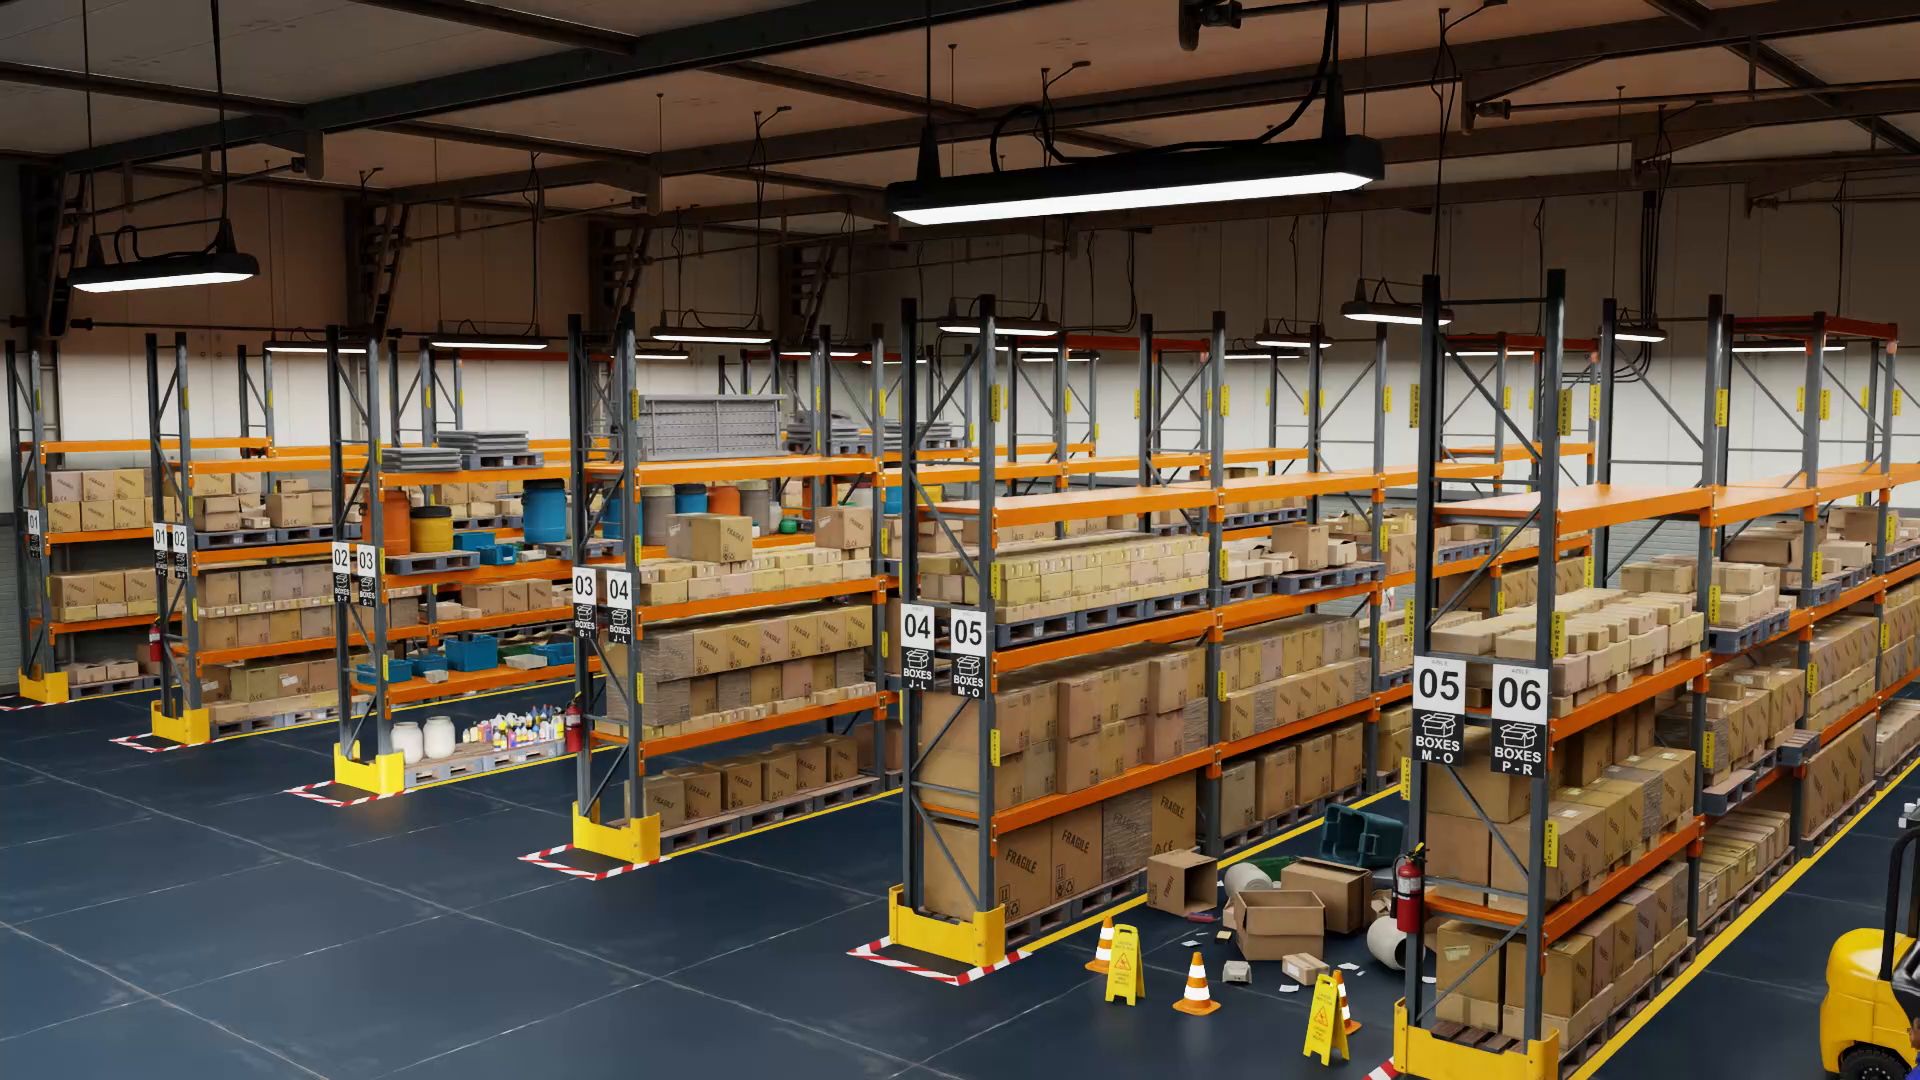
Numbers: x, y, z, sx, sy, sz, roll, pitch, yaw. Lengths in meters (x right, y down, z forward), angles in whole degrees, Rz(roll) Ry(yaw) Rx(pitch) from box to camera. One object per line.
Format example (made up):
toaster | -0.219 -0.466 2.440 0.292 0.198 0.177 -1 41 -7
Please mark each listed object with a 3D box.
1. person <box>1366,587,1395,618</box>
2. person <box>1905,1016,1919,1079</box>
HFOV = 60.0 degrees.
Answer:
person | 8.177 1.377 32.378 0.541 1.694 1.097 1 5 12
person | 5.614 3.486 9.479 0.922 1.566 0.471 3 6 32
